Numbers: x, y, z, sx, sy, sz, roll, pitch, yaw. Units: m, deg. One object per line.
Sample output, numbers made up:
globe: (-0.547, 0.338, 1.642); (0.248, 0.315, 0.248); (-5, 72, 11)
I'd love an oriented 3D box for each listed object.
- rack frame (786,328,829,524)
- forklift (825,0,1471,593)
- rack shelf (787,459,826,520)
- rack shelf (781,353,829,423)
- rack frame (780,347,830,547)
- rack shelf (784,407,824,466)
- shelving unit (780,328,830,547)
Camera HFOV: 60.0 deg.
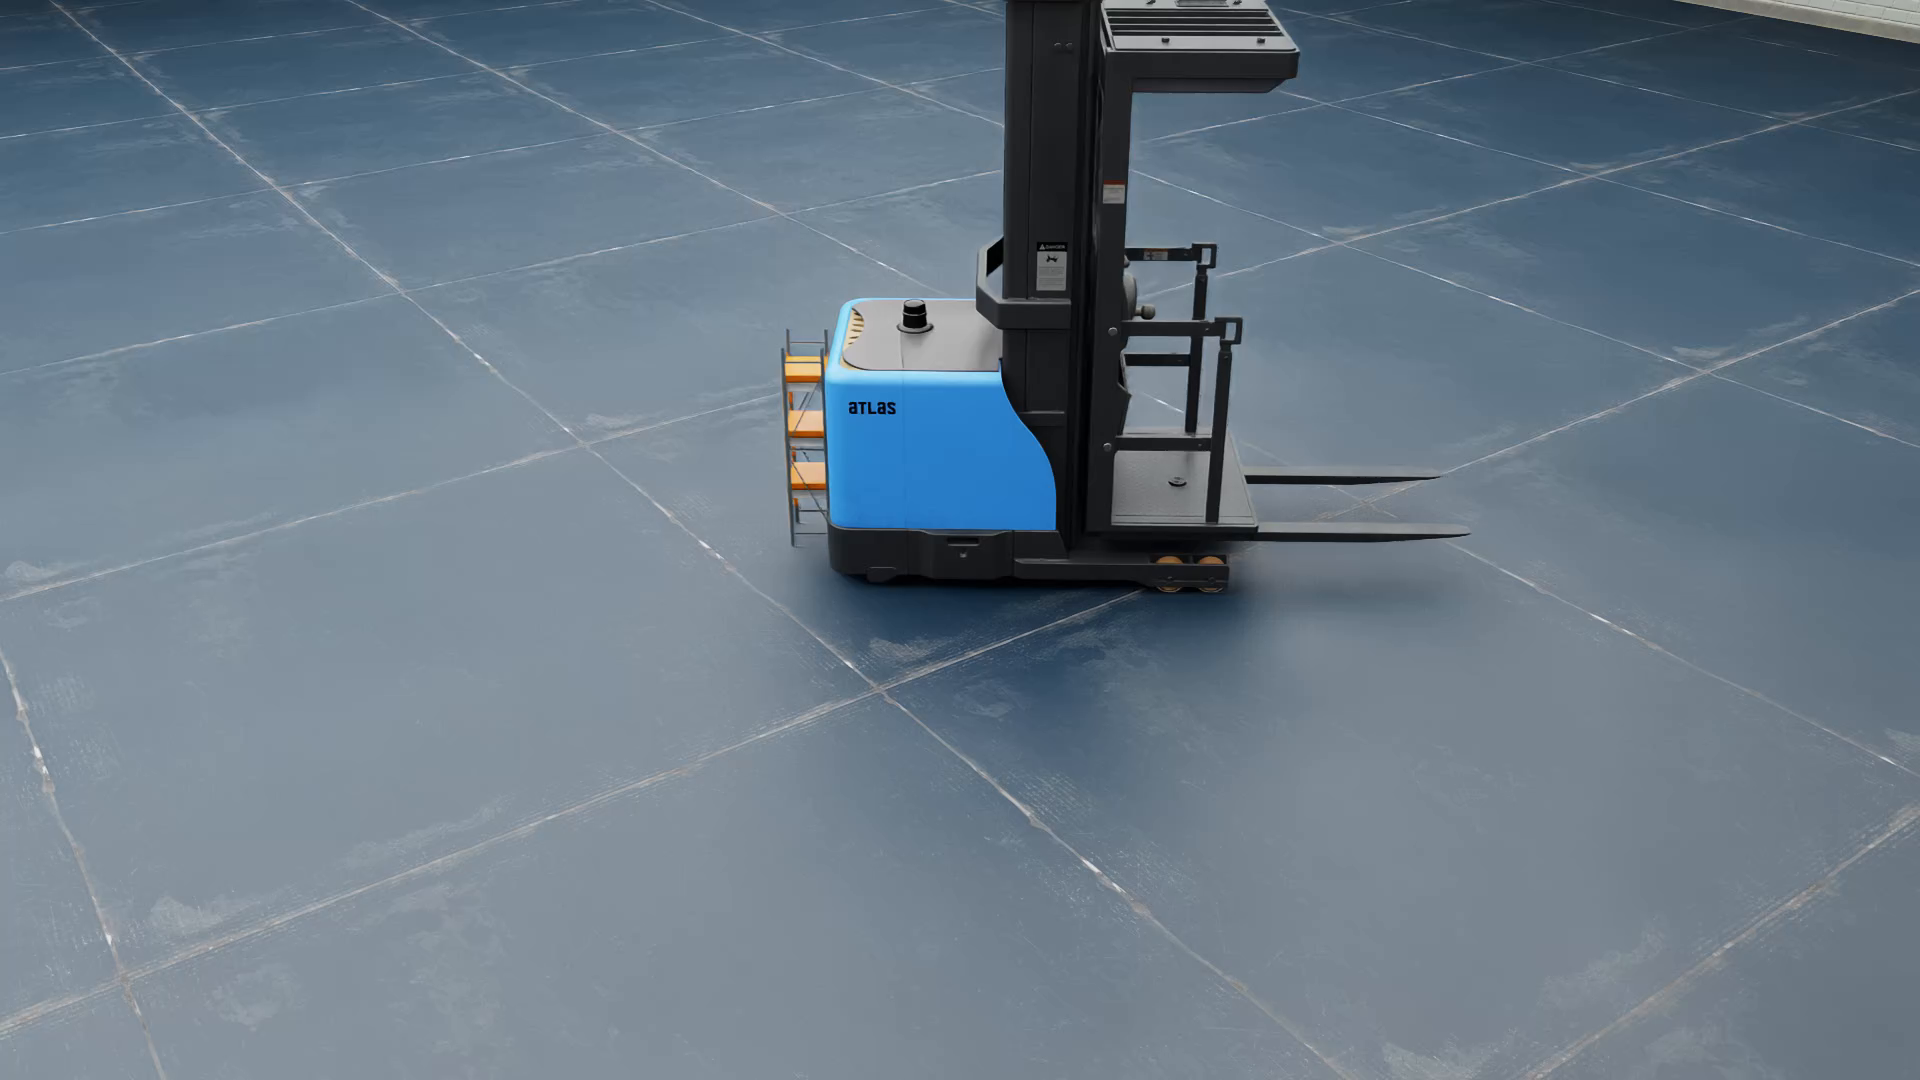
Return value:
rack frame: (-0.728, -0.543, 8.150); (0.200, 1.050, 0.008); (0, 29, 0)
forklift: (0.906, -1.298, 7.569); (3.031, 2.935, 1.130); (1, 29, 1)
rack shelf: (-0.729, -0.231, 8.181); (0.215, 0.259, 0.240); (0, 29, 0)
rack shelf: (-0.729, -0.725, 7.913); (0.215, 0.259, 0.240); (0, 29, 0)
rack frame: (-0.730, -0.427, 7.936); (0.200, 1.050, 0.008); (0, 29, 0)
rack shelf: (-0.729, -0.476, 8.048); (0.215, 0.259, 0.240); (0, 29, 0)
shelving unit: (-0.729, -0.485, 8.043); (0.215, 1.050, 0.252); (0, 29, 0)
